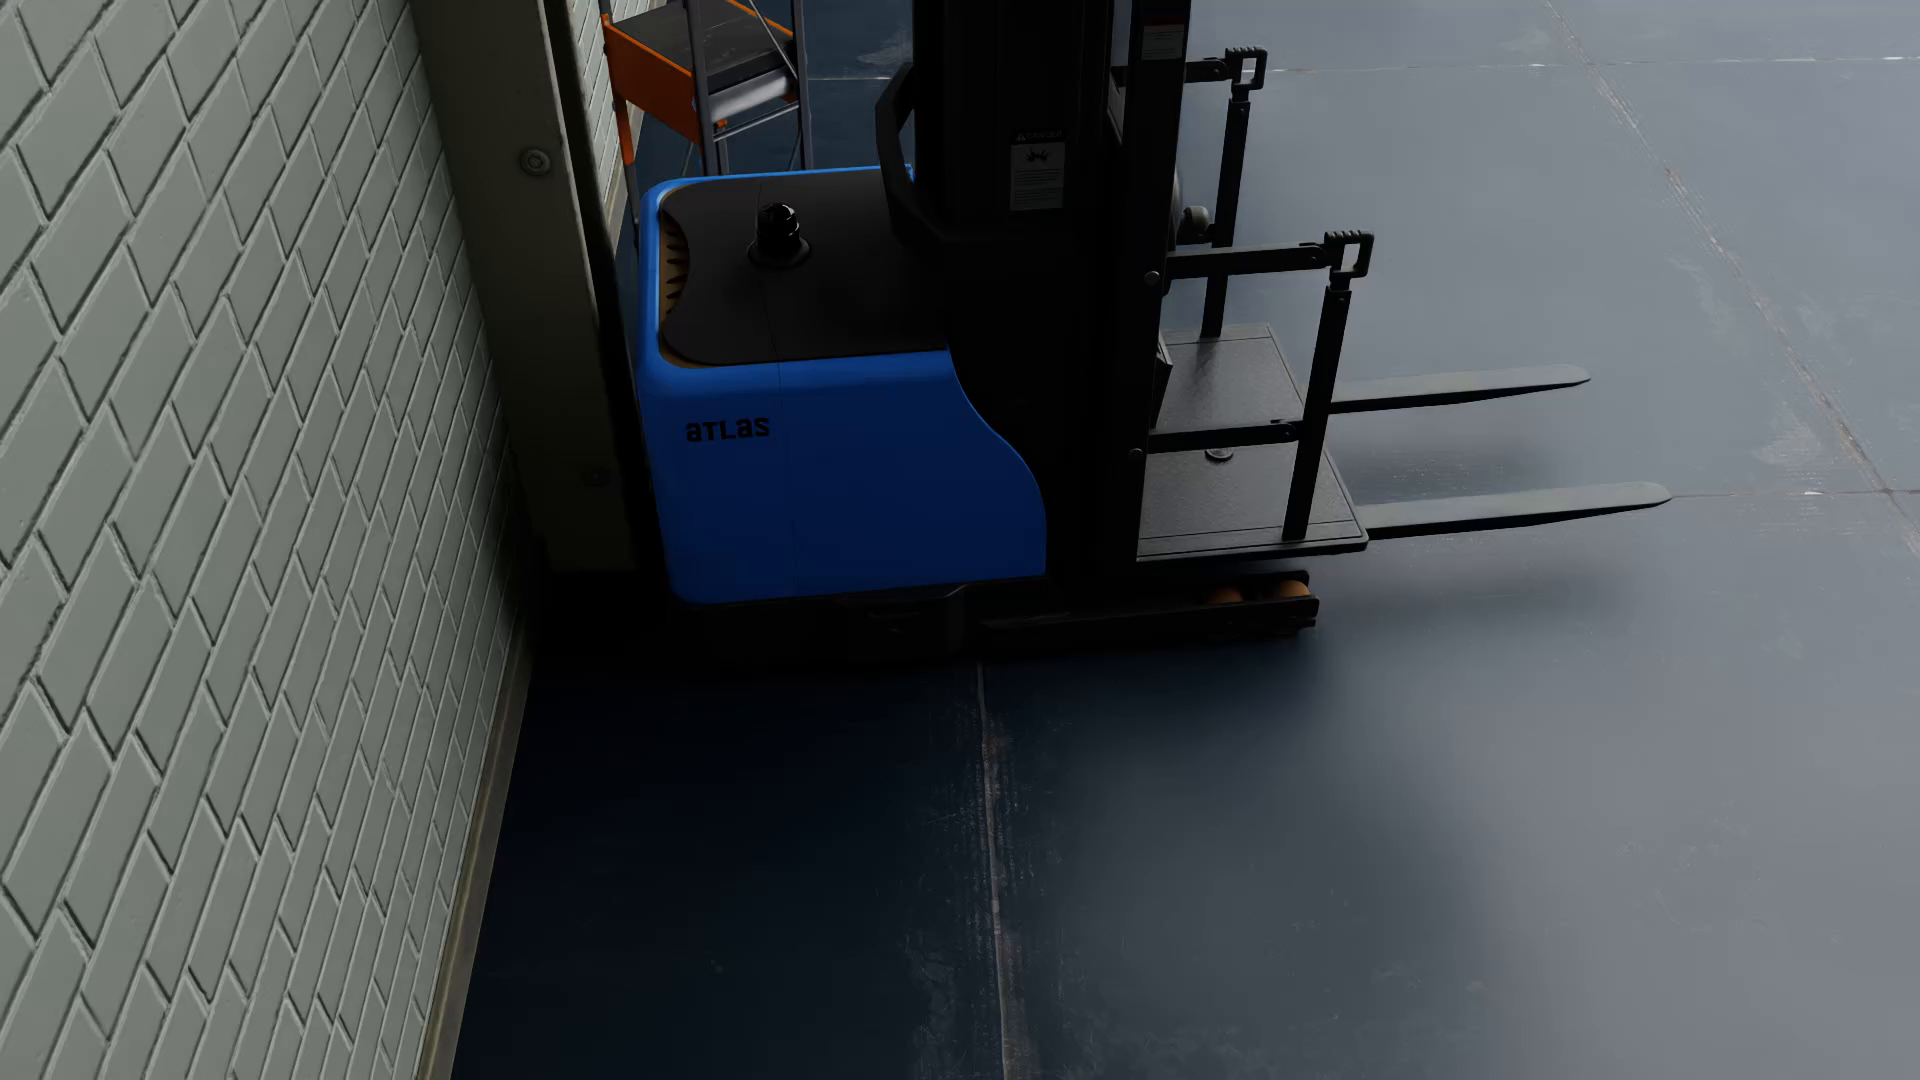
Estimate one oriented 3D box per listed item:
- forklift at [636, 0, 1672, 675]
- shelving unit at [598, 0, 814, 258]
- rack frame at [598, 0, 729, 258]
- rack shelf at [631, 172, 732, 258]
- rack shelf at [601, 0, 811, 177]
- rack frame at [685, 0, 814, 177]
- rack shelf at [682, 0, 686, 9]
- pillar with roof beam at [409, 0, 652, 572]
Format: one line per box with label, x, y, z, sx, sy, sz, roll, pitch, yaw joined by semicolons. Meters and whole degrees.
forklift;0.624;-1.135;4.319;3.031;2.935;1.130;-5;43;-5
shelving unit;-0.787;-1.399;5.223;0.431;2.100;0.503;-32;51;-30
rack frame;-0.951;-1.522;5.356;0.400;2.100;0.015;-32;51;-30
rack shelf;-0.787;-0.873;5.705;0.431;0.518;0.480;-32;51;-30
rack shelf;-0.787;-1.389;5.232;0.431;0.518;0.480;-32;51;-30
rack frame;-0.623;-1.277;5.090;0.400;2.100;0.015;-32;51;-30
rack shelf;-0.787;-1.905;4.759;0.431;0.518;0.480;-32;51;-30
pillar with roof beam;3.147;-3.481;2.388;9.100;9.000;0.400;-2;43;-2
